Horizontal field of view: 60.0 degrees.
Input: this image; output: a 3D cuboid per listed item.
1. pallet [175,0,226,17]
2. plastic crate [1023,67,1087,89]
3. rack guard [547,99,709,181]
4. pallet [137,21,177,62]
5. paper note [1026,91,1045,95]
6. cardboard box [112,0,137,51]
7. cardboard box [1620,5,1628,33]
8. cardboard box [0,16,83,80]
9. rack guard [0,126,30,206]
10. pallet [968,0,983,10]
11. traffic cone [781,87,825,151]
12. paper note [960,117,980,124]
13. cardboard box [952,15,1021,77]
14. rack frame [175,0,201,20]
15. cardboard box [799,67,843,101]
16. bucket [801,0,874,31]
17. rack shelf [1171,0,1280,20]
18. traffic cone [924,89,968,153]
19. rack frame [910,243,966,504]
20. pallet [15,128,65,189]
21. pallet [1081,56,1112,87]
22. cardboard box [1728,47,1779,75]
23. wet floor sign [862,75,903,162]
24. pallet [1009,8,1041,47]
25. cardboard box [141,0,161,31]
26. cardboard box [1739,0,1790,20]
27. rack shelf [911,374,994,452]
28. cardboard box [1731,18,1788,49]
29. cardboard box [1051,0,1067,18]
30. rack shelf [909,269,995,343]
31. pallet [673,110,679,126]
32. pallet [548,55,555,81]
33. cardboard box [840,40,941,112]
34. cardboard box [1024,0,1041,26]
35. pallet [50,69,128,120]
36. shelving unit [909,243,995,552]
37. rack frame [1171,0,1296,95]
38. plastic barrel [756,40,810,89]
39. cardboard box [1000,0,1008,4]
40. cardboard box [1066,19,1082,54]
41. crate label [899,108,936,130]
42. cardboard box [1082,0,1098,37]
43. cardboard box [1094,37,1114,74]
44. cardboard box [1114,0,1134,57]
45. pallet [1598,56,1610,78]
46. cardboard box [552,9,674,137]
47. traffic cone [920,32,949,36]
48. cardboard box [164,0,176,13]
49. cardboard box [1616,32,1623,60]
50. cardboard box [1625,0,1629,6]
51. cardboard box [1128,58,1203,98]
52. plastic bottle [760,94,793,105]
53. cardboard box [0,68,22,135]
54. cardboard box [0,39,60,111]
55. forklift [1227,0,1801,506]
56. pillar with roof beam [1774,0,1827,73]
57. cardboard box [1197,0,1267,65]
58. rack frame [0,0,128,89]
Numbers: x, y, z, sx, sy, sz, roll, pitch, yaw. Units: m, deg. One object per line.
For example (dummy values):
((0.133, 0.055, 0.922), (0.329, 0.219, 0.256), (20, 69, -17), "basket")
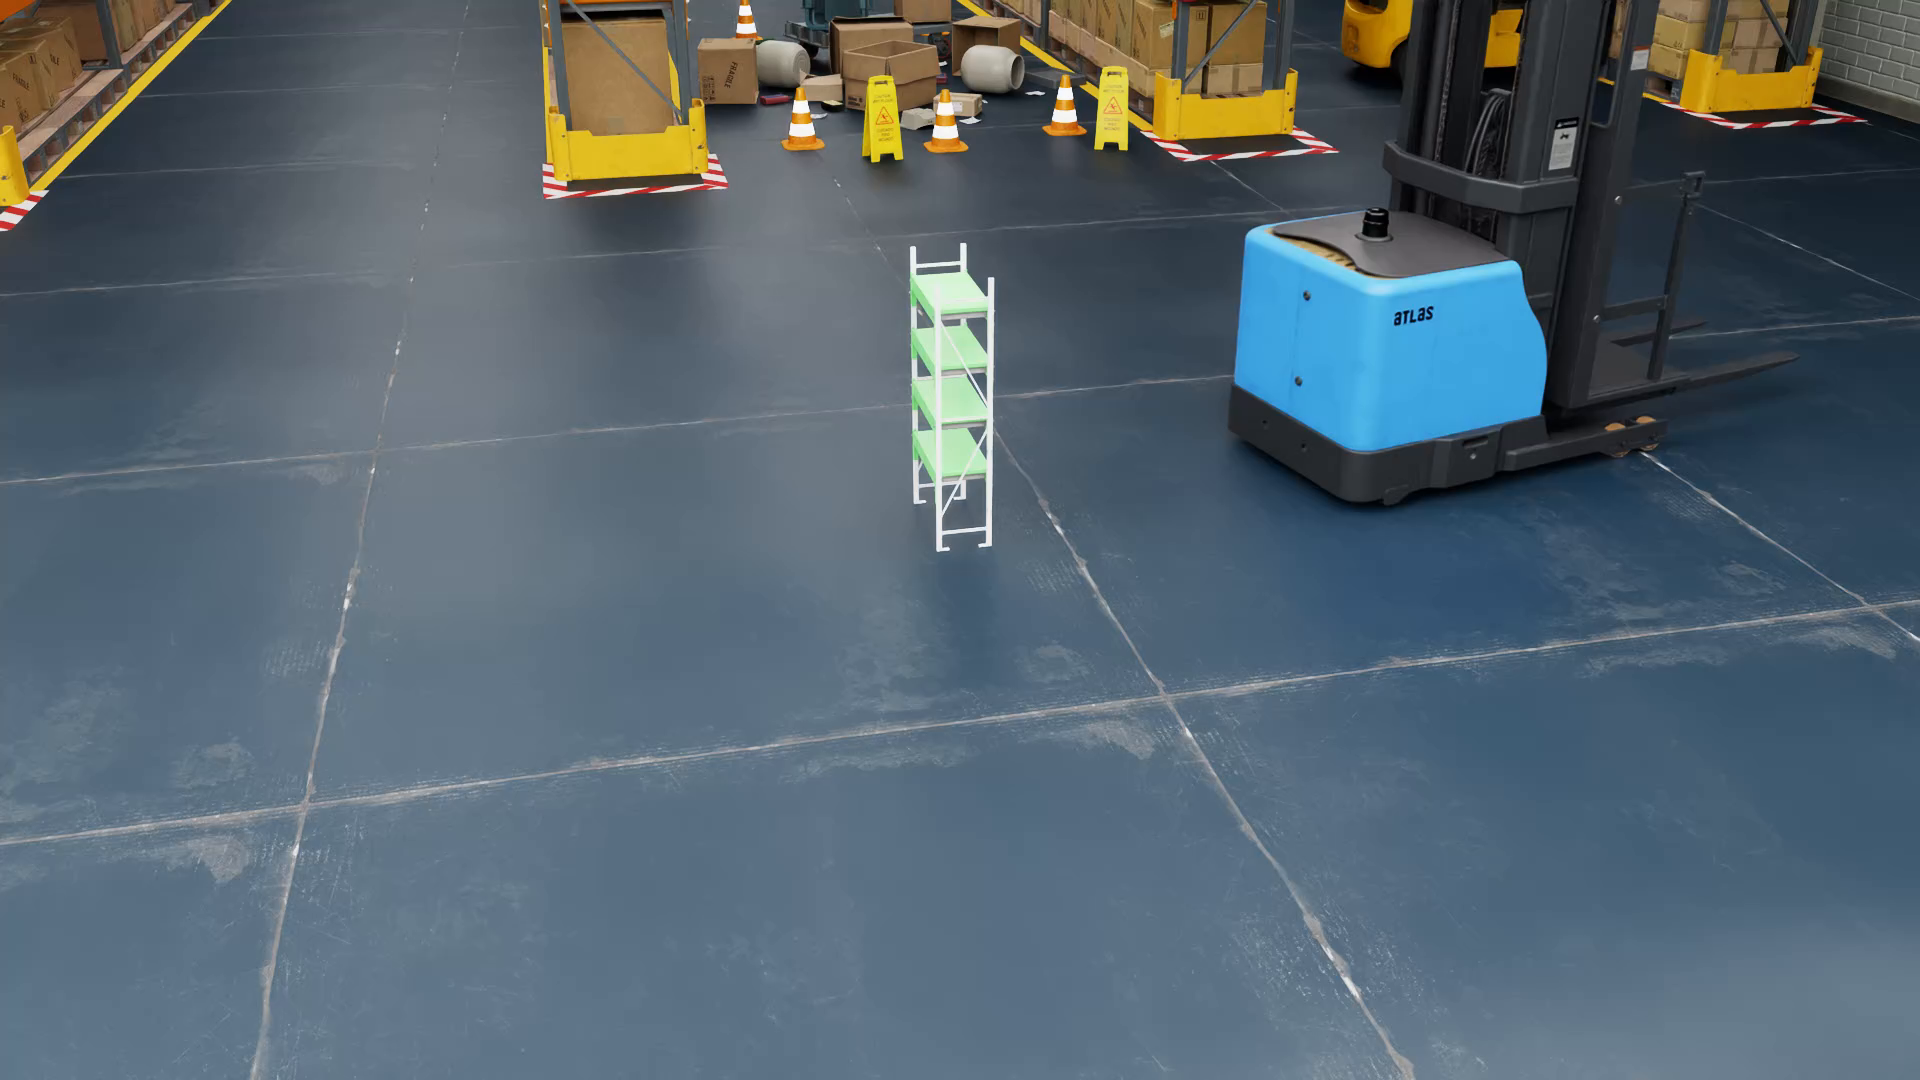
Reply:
((-9.319, -6.374, 19.644), (1.003, 0.211, 1.213), (-6, 27, -12), "pallet")
((0.897, -4.440, 15.957), (0.402, 0.080, 0.583), (-16, 31, -29), "plastic crate")
((-2.551, -3.086, 12.809), (1.175, 0.500, 0.348), (-6, 27, -12), "rack guard")
((-8.769, -5.143, 17.204), (1.003, 0.211, 1.213), (-6, 27, -12), "pallet")
((0.707, -4.157, 15.453), (0.142, 0.019, 0.148), (-16, 31, -29), "paper note")
((-8.520, -5.073, 16.257), (0.700, 0.500, 0.500), (-6, 27, -12), "cardboard box")
((6.562, -4.851, 15.564), (0.500, 0.250, 0.500), (-6, 27, -12), "cardboard box")
((-8.262, -4.401, 14.949), (0.500, 0.500, 0.500), (-7, 28, -13), "cardboard box")
((-7.429, -2.671, 11.986), (1.175, 0.500, 0.348), (-6, 27, -12), "rack guard")
((0.615, -6.683, 20.257), (1.003, 0.211, 1.213), (-6, 27, -12), "pallet")
((-1.293, -3.457, 13.586), (0.336, 0.463, 0.334), (-6, 27, -12), "traffic cone")
((0.091, -3.647, 14.441), (0.148, 0.019, 0.142), (-16, 31, -29), "paper note")
((0.258, -4.792, 16.187), (0.500, 0.500, 0.500), (13, 30, 24), "cardboard box")
((-9.215, -7.265, 18.315), (1.000, 3.000, 0.127), (-6, 27, -12), "rack frame")
((-1.276, -4.180, 15.237), (0.396, 0.266, 0.258), (-1, 27, -3), "cardboard box")
((-1.181, -5.360, 16.486), (0.726, 0.611, 0.620), (3, 17, 6), "bucket")
((1.792, -5.316, 15.252), (1.077, 0.370, 4.000), (-6, 27, -12), "rack shelf")
((-0.115, -3.423, 13.518), (0.336, 0.463, 0.334), (-6, 27, -12), "traffic cone")
((-0.092, -0.715, 7.336), (0.240, 1.200, 0.015), (-6, 27, -12), "rack frame")
((-7.578, -2.902, 12.765), (1.003, 0.211, 1.213), (-6, 27, -12), "pallet")
((1.806, -4.443, 15.818), (1.003, 0.211, 1.213), (-6, 27, -12), "pallet")
((7.158, -4.461, 15.344), (0.500, 0.250, 0.500), (-6, 27, -11), "cardboard box")
((-0.621, -3.350, 13.170), (0.267, 0.644, 0.232), (-11, 29, -20), "wet floor sign")
((1.165, -5.612, 18.135), (1.003, 0.211, 1.213), (-6, 27, -12), "pallet")
((-8.772, -5.563, 17.229), (0.700, 0.500, 0.500), (-4, 27, -7), "cardboard box")
((7.154, -4.902, 15.108), (0.500, 0.250, 0.500), (-6, 27, -12), "cardboard box")
((-0.037, -0.551, 7.152), (0.258, 0.148, 0.480), (-6, 27, -12), "rack shelf")
((7.175, -4.676, 15.215), (0.500, 0.250, 0.500), (-5, 27, -11), "cardboard box")
((1.212, -5.524, 16.618), (0.500, 0.500, 0.500), (-5, 27, -9), "cardboard box")
((-0.037, -0.980, 6.936), (0.258, 0.148, 0.480), (-6, 27, -12), "rack shelf")
((-2.813, -3.311, 13.575), (1.003, 0.211, 1.213), (-6, 27, -12), "pallet")
((-3.363, -4.382, 15.697), (1.003, 0.211, 1.213), (-6, 27, -12), "pallet")
((-0.619, -4.159, 14.931), (0.637, 0.503, 0.797), (19, 32, 32), "cardboard box")
((1.221, -5.760, 17.783), (0.950, 0.372, 0.625), (-6, 27, -11), "cardboard box")
((-8.128, -3.973, 14.887), (1.003, 0.211, 1.213), (-6, 27, -12), "pallet")
((-0.037, -0.608, 7.124), (0.258, 1.200, 0.503), (-6, 27, -12), "shelving unit")
((2.243, -4.759, 13.351), (1.000, 3.000, 0.127), (-6, 27, -12), "rack frame")
((-1.708, -4.476, 15.648), (0.512, 0.421, 0.421), (13, 30, 24), "plastic barrel")
((0.897, -6.380, 19.012), (0.950, 0.372, 0.625), (-5, 27, -10), "cardboard box")
((1.343, -4.956, 16.325), (0.500, 0.250, 0.500), (-4, 27, -9), "cardboard box")
((-0.353, -3.616, 14.262), (0.250, 0.136, 0.298), (-23, 35, -38), "crate label")
((1.459, -5.062, 15.704), (0.500, 0.500, 0.500), (-5, 27, -9), "cardboard box")
((1.567, -4.504, 15.431), (0.500, 0.250, 0.500), (-7, 28, -13), "cardboard box")
((1.688, -4.608, 14.804), (0.500, 0.500, 0.500), (-5, 27, -10), "cardboard box")
((6.594, -4.886, 16.696), (1.003, 0.211, 1.213), (-6, 27, -12), "pallet")
((-2.774, -3.742, 13.227), (0.875, 0.875, 0.875), (-6, 27, -11), "cardboard box")
((-0.302, -5.785, 18.198), (0.336, 0.463, 0.334), (-6, 27, -12), "traffic cone")
((-9.044, -6.054, 18.200), (0.700, 0.500, 0.500), (-7, 28, -14), "cardboard box")
((6.562, -4.619, 15.657), (0.500, 0.250, 0.500), (-6, 27, -12), "cardboard box")
((6.550, -5.065, 15.433), (0.500, 0.250, 0.500), (-5, 27, -11), "cardboard box")
((1.794, -4.057, 14.545), (0.500, 0.250, 0.500), (-6, 27, -12), "cardboard box")
((-1.666, -4.011, 15.128), (0.283, 0.061, 0.133), (-16, 31, -29), "plastic bottle")
((-7.704, -3.359, 12.885), (0.500, 0.500, 0.500), (1, 27, 2), "cardboard box")
((-7.909, -3.886, 13.928), (0.500, 0.500, 0.500), (-8, 28, -16), "cardboard box")
((2.873, -1.906, 7.773), (3.031, 2.935, 1.130), (-12, 29, -23), "forklift")
((3.605, -7.903, 12.921), (9.100, 9.000, 0.400), (-6, 27, -12), "pillar with roof beam")
((2.325, -4.447, 14.484), (0.500, 0.500, 0.500), (-7, 28, -13), "cardboard box")
((-8.313, -5.509, 14.836), (1.000, 3.000, 0.127), (-6, 27, -12), "rack frame")
